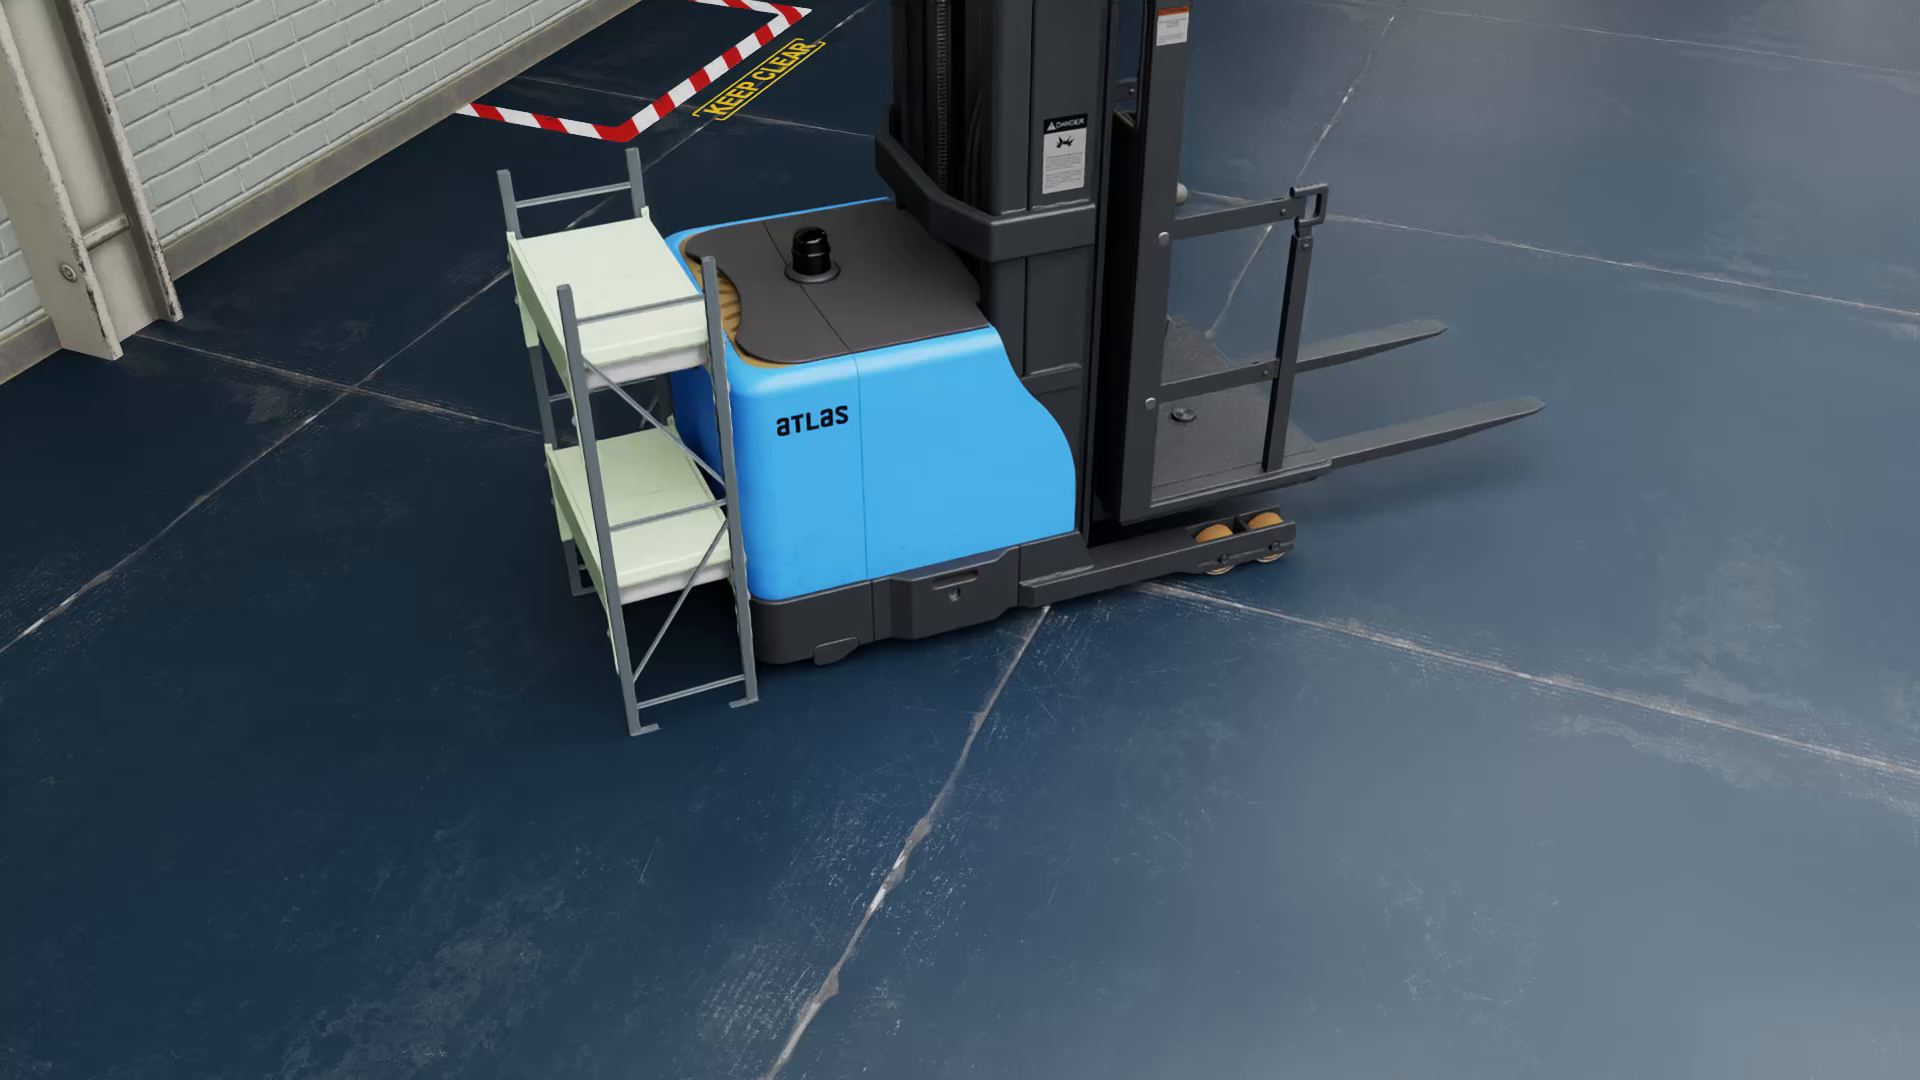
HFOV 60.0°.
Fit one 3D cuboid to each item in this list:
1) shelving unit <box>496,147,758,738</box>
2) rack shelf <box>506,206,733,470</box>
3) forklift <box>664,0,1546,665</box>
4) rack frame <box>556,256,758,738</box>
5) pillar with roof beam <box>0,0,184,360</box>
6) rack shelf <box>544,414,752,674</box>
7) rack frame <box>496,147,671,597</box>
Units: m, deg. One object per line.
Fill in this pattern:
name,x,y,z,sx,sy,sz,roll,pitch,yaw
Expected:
shelving unit,-0.952,-0.265,4.852,0.431,1.500,0.755,-15,39,-19
rack shelf,-0.952,-0.578,4.619,0.431,0.370,0.720,-15,39,-19
forklift,0.596,-1.338,5.092,3.031,2.935,1.130,-13,39,-17
rack frame,-0.804,-0.065,4.584,0.400,1.500,0.023,-15,39,-19
pillar with roof beam,0.494,-3.494,2.908,9.100,9.000,0.400,14,39,18
rack shelf,-0.952,-0.004,5.047,0.431,0.370,0.720,-15,39,-19
rack frame,-1.100,-0.466,5.120,0.400,1.500,0.023,-15,39,-19
